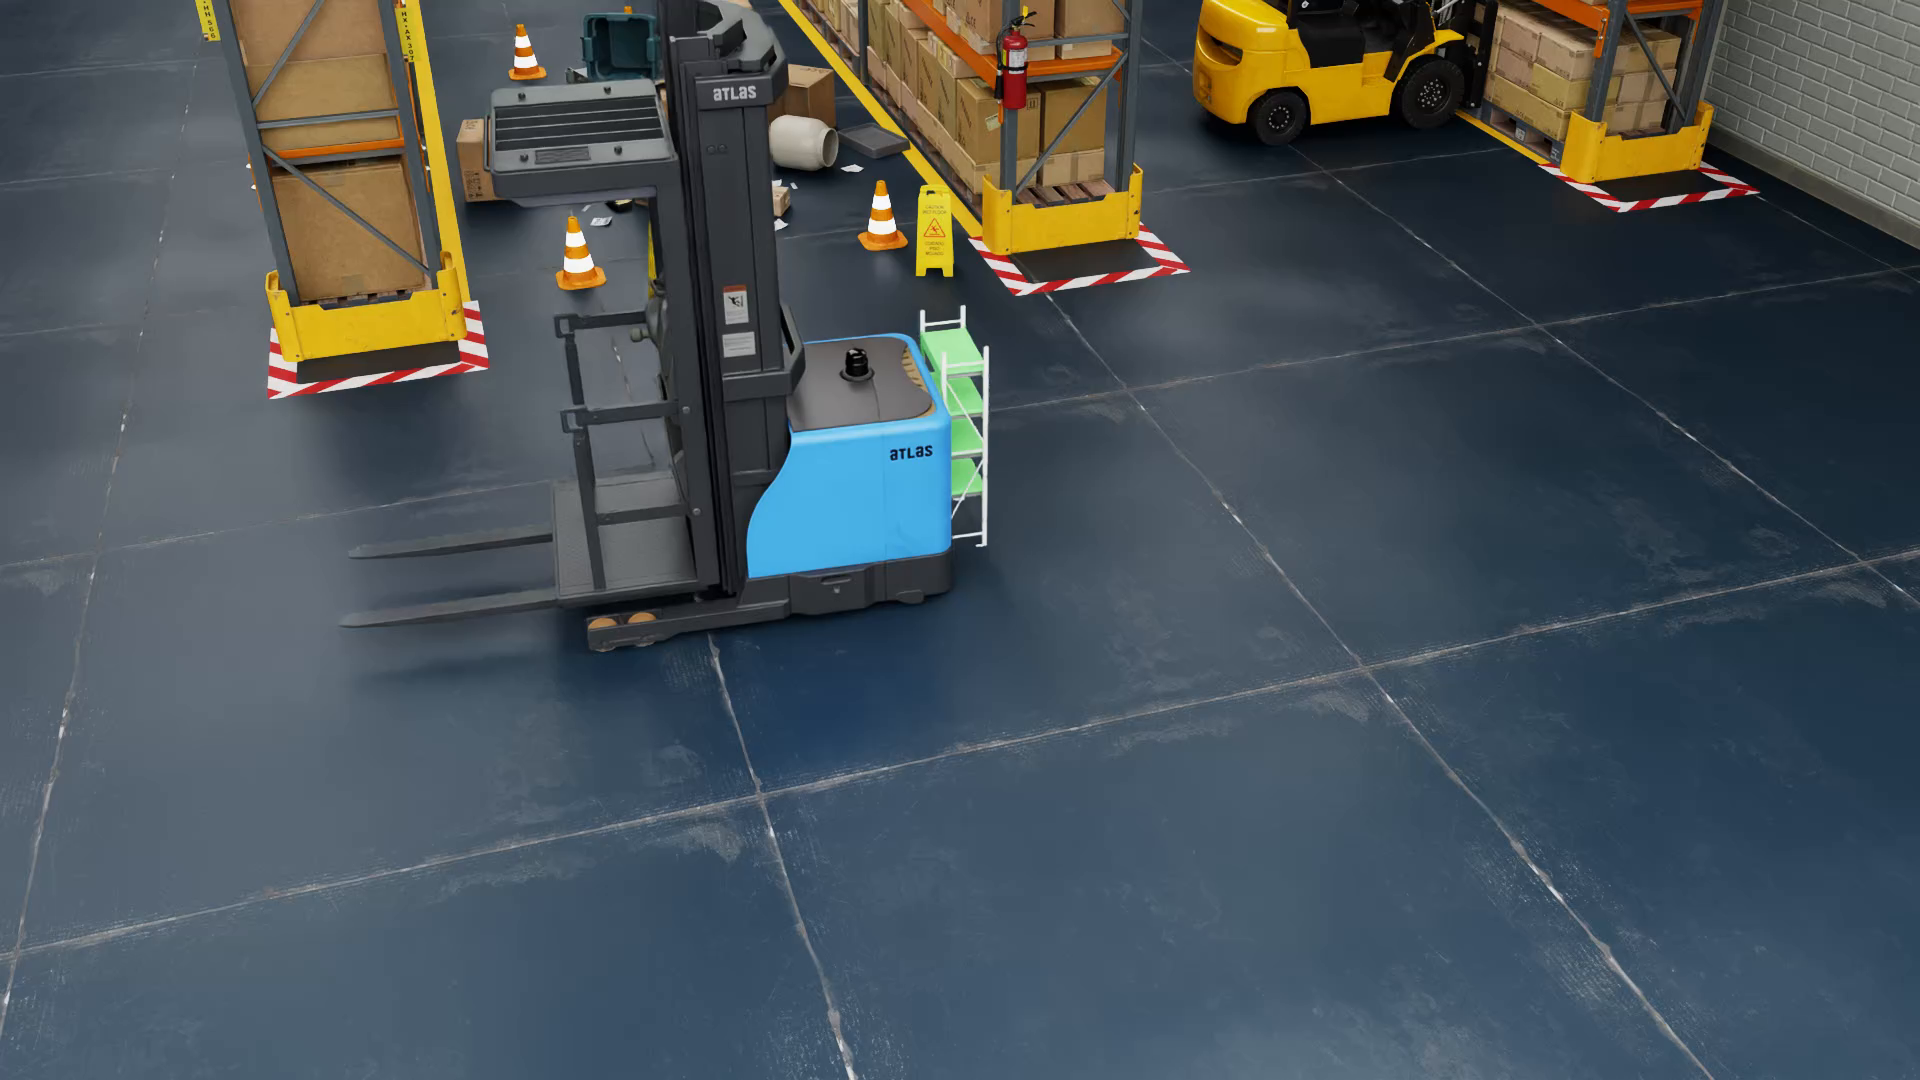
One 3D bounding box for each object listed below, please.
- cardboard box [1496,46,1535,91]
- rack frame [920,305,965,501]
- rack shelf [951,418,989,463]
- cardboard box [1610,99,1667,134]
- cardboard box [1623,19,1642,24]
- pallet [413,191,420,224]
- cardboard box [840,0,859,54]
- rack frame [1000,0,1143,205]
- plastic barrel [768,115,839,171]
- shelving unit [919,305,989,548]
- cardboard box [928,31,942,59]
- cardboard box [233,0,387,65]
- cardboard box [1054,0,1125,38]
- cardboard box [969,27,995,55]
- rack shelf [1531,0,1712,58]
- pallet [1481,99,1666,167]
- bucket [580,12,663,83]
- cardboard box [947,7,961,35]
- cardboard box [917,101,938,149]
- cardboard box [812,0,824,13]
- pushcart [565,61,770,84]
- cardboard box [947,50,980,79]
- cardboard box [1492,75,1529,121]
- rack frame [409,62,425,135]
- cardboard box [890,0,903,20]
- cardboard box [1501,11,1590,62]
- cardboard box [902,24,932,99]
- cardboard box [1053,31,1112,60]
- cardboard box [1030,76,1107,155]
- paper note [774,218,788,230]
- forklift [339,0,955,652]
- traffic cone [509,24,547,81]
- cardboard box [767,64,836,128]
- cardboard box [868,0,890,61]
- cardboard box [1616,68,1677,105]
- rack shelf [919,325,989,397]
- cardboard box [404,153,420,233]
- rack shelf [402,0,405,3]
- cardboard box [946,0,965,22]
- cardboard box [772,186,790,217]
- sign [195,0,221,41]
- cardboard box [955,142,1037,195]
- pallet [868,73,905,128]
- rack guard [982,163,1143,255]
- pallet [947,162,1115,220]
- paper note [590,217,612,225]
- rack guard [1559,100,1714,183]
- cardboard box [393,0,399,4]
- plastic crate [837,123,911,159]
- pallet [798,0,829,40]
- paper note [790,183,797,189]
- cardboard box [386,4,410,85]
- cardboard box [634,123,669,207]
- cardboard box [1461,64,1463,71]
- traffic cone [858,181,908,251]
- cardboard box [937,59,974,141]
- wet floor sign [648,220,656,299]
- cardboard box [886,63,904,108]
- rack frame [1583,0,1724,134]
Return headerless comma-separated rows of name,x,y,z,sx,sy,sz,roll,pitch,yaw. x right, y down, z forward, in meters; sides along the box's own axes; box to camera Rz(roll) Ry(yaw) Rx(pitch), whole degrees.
cardboard box,4.919,-4.027,14.102,0.500,0.250,0.500,-10,35,-15
rack frame,-0.091,-0.716,9.065,0.240,1.200,0.015,-8,34,-11
rack shelf,-0.033,-0.532,8.902,0.258,0.148,0.480,-8,34,-11
cardboard box,5.545,-3.641,13.972,0.500,0.250,0.500,-10,35,-15
cardboard box,5.386,-4.313,14.082,0.500,0.250,0.500,-10,35,-15
pallet,-4.588,-2.483,12.635,1.003,0.211,1.213,-10,35,-15
cardboard box,-0.600,-4.939,15.826,0.950,0.372,0.625,-10,35,-14
rack frame,0.782,-3.486,11.623,1.000,3.000,0.127,-10,35,-15
plastic barrel,-1.290,-3.241,13.590,0.512,0.421,0.421,13,36,18
shelving unit,-0.033,-0.586,8.867,0.258,1.200,0.503,-8,34,-11
cardboard box,-0.039,-3.926,13.135,0.380,0.149,0.250,-9,34,-13
cardboard box,-3.977,-3.314,10.249,0.875,0.550,0.550,-10,35,-15
cardboard box,0.902,-3.947,11.961,0.500,0.500,0.500,-11,35,-15
cardboard box,0.281,-3.655,12.108,0.380,0.149,0.250,-10,35,-15
rack shelf,4.898,-5.072,14.677,1.077,0.370,4.000,-10,35,-15
pallet,5.235,-3.553,14.255,1.003,0.211,1.213,-10,35,-15
bucket,-2.884,-4.285,14.424,0.726,0.611,0.620,1,23,2
cardboard box,0.116,-3.924,12.514,0.380,0.149,0.250,-9,35,-14
cardboard box,-0.036,-3.440,13.667,0.500,0.250,0.500,-11,35,-16
cardboard box,-1.037,-5.681,16.949,0.950,0.372,0.625,-9,34,-13
pushcart,-2.594,-4.082,14.905,1.648,0.377,0.936,-23,40,-31
cardboard box,0.113,-3.655,12.725,0.380,0.149,0.250,-9,35,-13
cardboard box,4.921,-3.806,14.222,0.500,0.250,0.500,-10,35,-15
rack frame,-5.121,-4.700,13.462,1.000,3.000,0.127,-10,35,-15
cardboard box,-0.376,-4.497,13.998,0.380,0.149,0.250,-9,34,-13
cardboard box,4.909,-4.224,13.947,0.500,0.250,0.500,-9,35,-14
cardboard box,-0.184,-4.020,13.865,0.500,0.500,0.500,-8,34,-12
cardboard box,0.876,-3.594,12.015,0.380,0.149,0.250,-10,35,-15
cardboard box,0.792,-3.309,12.789,0.500,0.500,0.500,-11,35,-16
paper note,-1.402,-2.408,12.686,0.148,0.019,0.142,-23,40,-31
forklift,-1.602,-0.991,7.911,3.031,2.935,1.130,-7,34,-11
traffic cone,-4.092,-4.600,15.611,0.336,0.463,0.334,-10,35,-15
cardboard box,-1.407,-3.752,14.292,0.500,0.500,0.500,13,36,18
cardboard box,-0.515,-4.571,14.700,0.500,0.500,0.500,-8,34,-12
cardboard box,5.563,-3.841,13.820,0.500,0.250,0.500,-9,35,-14
rack shelf,-0.033,-0.933,8.638,0.258,0.148,0.480,-8,34,-11
cardboard box,-4.441,-2.695,11.974,0.875,0.875,0.875,-11,35,-15
rack shelf,-5.731,-5.450,15.249,1.077,0.370,4.000,-10,35,-15
cardboard box,0.206,-4.154,12.274,0.500,0.500,0.500,-10,35,-15
cardboard box,-1.541,-2.644,12.936,0.380,0.149,0.250,7,34,10
sign,-4.422,-3.098,9.772,0.100,0.325,0.005,-10,35,-15
cardboard box,0.272,-2.905,12.859,0.500,0.250,0.500,-10,35,-15
pallet,-0.199,-4.076,15.046,1.003,0.211,1.213,-10,35,-15
rack guard,0.759,-2.483,12.373,1.175,0.500,0.348,-10,35,-15
pallet,0.545,-2.795,13.107,1.003,0.211,1.213,-10,35,-15
paper note,-2.750,-2.448,12.747,0.144,0.017,0.142,1,33,2
rack guard,5.515,-3.267,13.560,1.175,0.500,0.348,-10,35,-15
cardboard box,-4.274,-3.905,11.142,0.875,0.550,0.550,-10,35,-15
plastic crate,-0.740,-3.405,14.150,0.402,0.080,0.583,-23,40,-31
pallet,-1.053,-5.472,17.160,1.003,0.211,1.213,-10,35,-15
paper note,-1.336,-2.848,13.371,0.032,0.001,0.123,-10,35,-15
cardboard box,-4.297,-3.450,11.434,0.875,0.550,0.550,-10,35,-15
cardboard box,-2.165,-2.940,13.063,0.637,0.503,0.797,19,38,26
cardboard box,4.597,-4.340,15.029,0.500,0.250,0.500,-9,34,-13
traffic cone,-0.578,-2.436,12.336,0.336,0.463,0.334,-10,35,-15
cardboard box,0.127,-3.477,13.043,0.500,0.500,0.500,-9,34,-13
wet floor sign,-2.007,-1.936,11.413,0.267,0.644,0.232,-16,37,-23
cardboard box,-0.342,-3.980,14.485,0.500,0.250,0.500,-8,34,-12
rack frame,5.508,-4.322,12.890,1.000,3.000,0.127,-10,35,-15
